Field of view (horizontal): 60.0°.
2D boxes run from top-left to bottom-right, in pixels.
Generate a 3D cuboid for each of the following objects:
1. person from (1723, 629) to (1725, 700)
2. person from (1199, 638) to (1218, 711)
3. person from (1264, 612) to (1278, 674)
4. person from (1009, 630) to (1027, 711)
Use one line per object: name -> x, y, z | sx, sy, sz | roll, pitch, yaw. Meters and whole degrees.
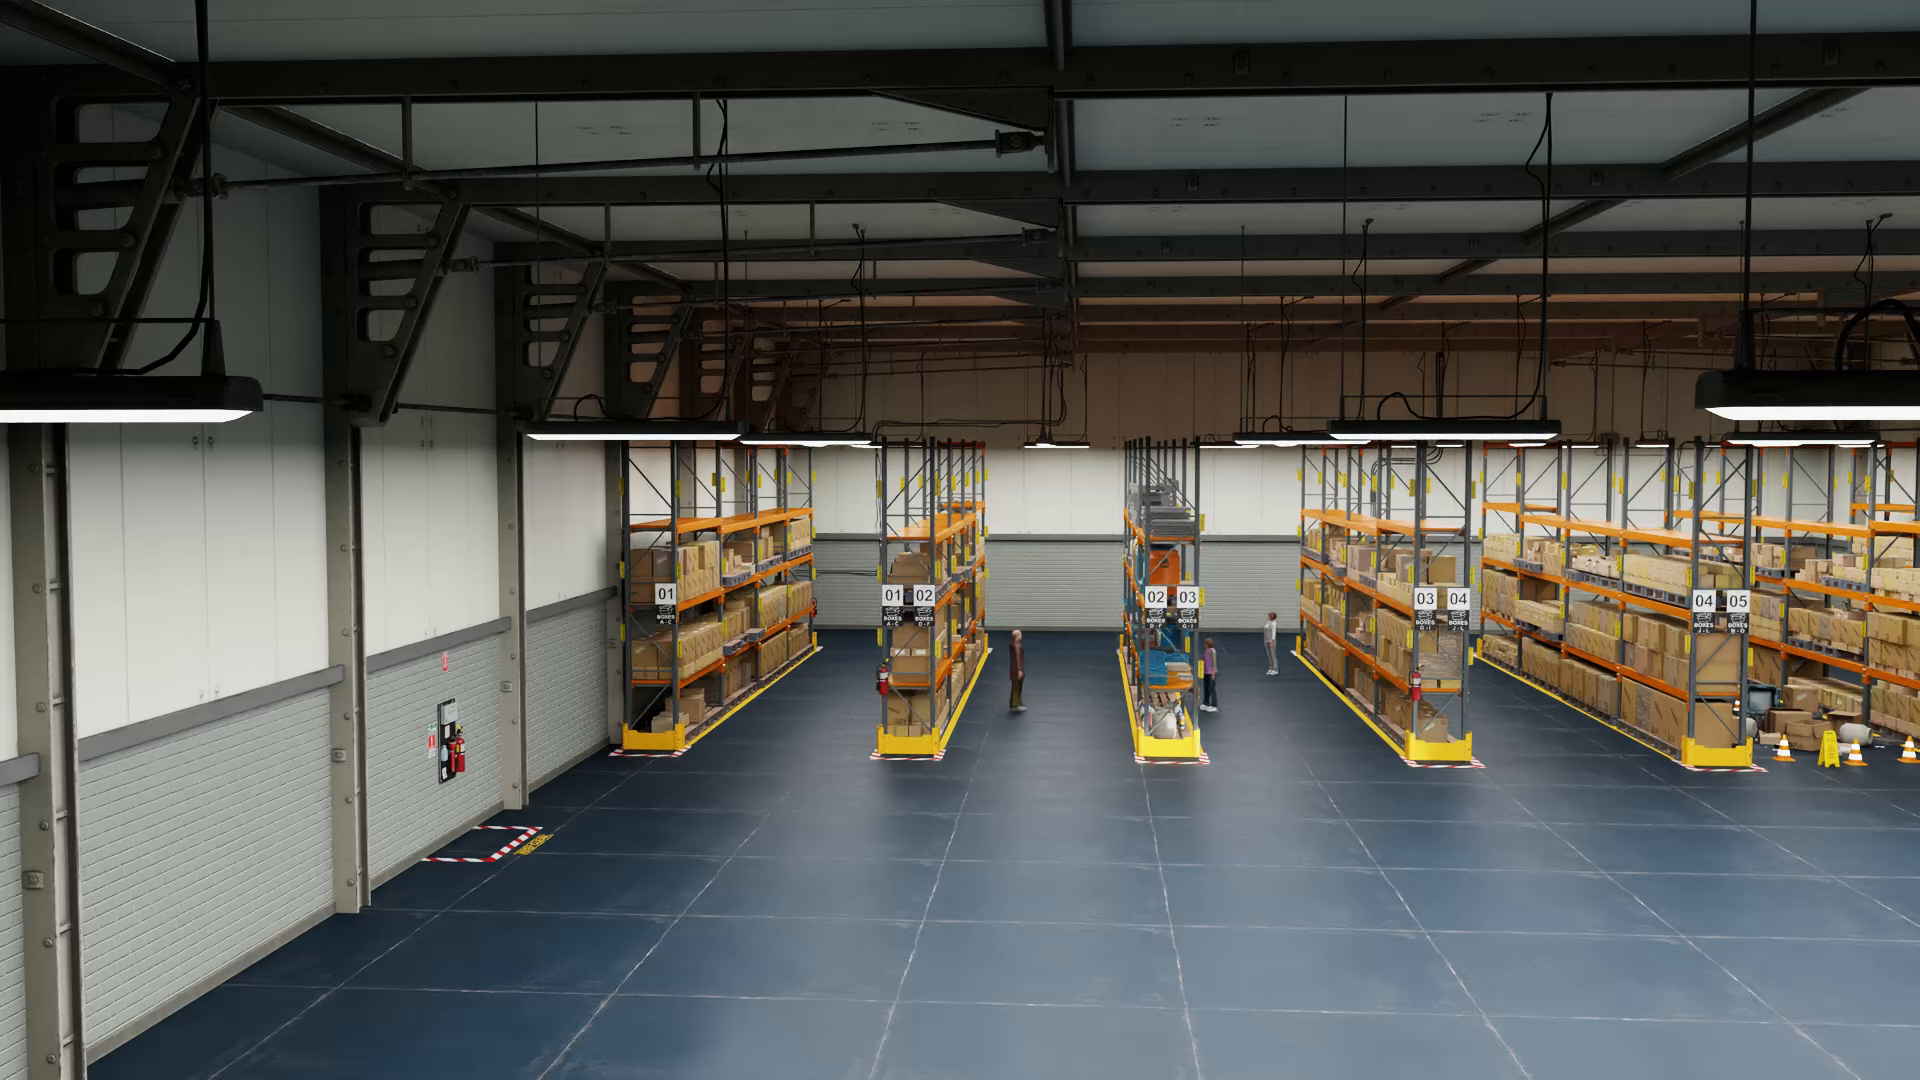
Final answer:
person -> 17.103, 2.861, 37.476 | 0.606, 1.766, 0.686 | 0, 3, -5
person -> 5.485, 2.954, 36.675 | 0.375, 1.602, 0.468 | -1, 3, -19
person -> 7.995, 2.653, 42.776 | 0.389, 1.614, 0.501 | -2, 3, -27
person -> 1.312, 2.901, 36.658 | 0.454, 1.823, 0.652 | 0, 3, -8
